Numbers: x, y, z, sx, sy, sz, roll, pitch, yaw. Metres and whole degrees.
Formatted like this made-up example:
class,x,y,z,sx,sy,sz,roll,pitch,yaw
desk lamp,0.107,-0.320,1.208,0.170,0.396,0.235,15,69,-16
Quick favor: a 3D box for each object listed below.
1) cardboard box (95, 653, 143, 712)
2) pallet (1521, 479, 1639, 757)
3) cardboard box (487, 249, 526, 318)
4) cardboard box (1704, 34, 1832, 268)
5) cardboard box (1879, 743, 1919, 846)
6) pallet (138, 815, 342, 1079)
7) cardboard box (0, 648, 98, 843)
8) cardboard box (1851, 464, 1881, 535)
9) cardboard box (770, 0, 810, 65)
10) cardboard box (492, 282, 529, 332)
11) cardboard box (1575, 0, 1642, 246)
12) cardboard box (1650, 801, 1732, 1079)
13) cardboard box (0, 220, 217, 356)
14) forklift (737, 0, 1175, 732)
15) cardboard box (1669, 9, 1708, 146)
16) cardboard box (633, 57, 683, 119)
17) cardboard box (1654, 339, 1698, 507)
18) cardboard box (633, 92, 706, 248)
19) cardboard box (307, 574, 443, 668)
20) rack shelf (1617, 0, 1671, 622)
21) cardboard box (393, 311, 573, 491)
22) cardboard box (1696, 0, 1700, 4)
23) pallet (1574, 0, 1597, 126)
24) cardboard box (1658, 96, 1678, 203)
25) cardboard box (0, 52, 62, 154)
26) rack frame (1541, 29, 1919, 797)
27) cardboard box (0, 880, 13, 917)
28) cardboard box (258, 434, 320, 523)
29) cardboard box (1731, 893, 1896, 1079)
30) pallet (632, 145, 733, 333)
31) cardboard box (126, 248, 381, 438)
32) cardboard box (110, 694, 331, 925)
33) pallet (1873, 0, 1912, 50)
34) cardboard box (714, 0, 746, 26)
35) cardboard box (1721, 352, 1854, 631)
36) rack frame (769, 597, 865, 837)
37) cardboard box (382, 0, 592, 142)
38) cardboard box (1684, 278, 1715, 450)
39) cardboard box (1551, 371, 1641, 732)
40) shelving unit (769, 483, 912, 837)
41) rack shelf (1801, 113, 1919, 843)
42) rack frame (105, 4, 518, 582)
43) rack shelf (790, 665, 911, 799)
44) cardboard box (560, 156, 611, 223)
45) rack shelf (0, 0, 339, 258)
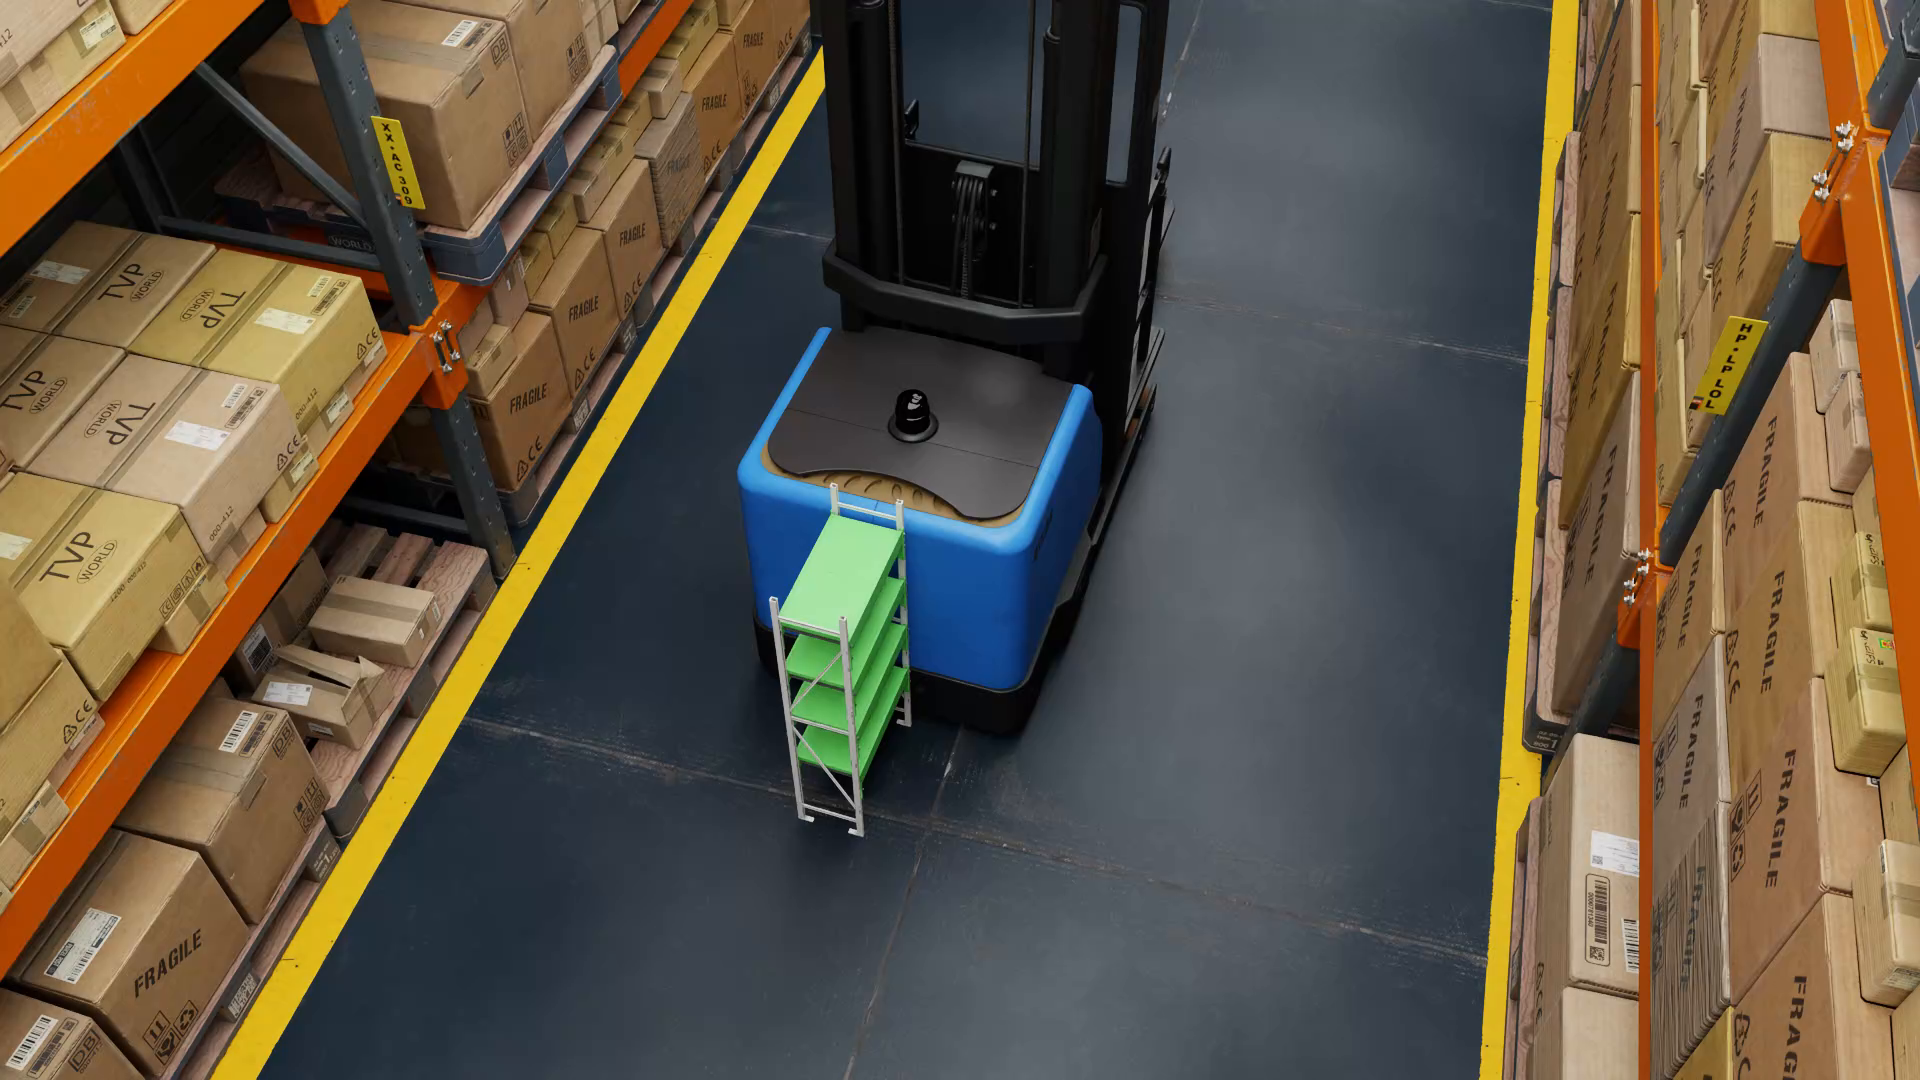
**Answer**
class,x,y,z,sx,sy,sz,roll,pitch,yaw
cardboard box,-2.498,0.316,4.557,0.380,0.149,0.250,12,50,11
pallet,2.666,0.354,6.215,1.003,0.211,1.213,12,50,10
cardboard box,-1.881,-1.002,6.308,0.380,0.149,0.250,9,49,8
cardboard box,2.540,-1.108,4.912,0.500,0.500,0.500,12,50,11
cardboard box,1.914,0.537,3.028,0.380,0.149,0.250,11,50,10
pallet,-2.755,1.332,5.352,1.003,0.211,1.213,12,50,10
cardboard box,-2.551,0.491,4.136,0.500,0.250,0.500,10,49,9
cardboard box,2.123,-0.015,3.515,0.380,0.149,0.250,11,49,10
cardboard box,-1.105,-2.829,8.552,0.500,0.500,0.500,13,50,11
cardboard box,-1.905,-0.921,6.436,0.380,0.149,0.250,10,49,9
cardboard box,3.326,-1.841,7.430,0.875,0.875,0.875,11,50,10
cardboard box,1.886,0.981,3.736,0.500,0.500,0.500,12,50,10
cardboard box,-2.645,-0.716,5.202,0.500,0.250,0.500,11,50,10
forklift,0.198,-1.413,5.961,1.130,2.935,3.031,14,50,12
cardboard box,2.790,-1.591,5.839,0.500,0.250,0.500,12,50,11
cardboard box,-1.463,-2.031,7.415,0.380,0.149,0.250,9,49,8
cardboard box,2.410,-0.320,5.051,0.500,0.250,0.500,10,49,9
cardboard box,-1.501,-1.711,7.565,0.500,0.500,0.500,10,49,9
cardboard box,-2.118,0.293,6.031,0.380,0.149,0.250,10,49,9
rack shelf,3.062,-1.204,6.211,1.077,0.370,4.000,12,50,10
cardboard box,-1.910,-0.590,6.576,0.500,0.500,0.500,14,50,12
cardboard box,2.950,-2.212,5.887,0.500,0.500,0.500,13,50,11
pallet,3.795,-2.531,8.762,1.003,0.211,1.213,12,50,10
cardboard box,2.828,-1.424,6.025,0.500,0.250,0.500,12,50,10
cardboard box,-2.279,-1.018,3.733,0.380,0.149,0.250,11,50,10
rack frame,2.535,0.005,4.664,1.000,3.000,0.127,12,50,10
cardboard box,-2.569,0.898,4.043,0.380,0.149,0.250,10,49,9
cardboard box,-2.187,-0.223,5.033,0.380,0.149,0.250,13,50,11
cardboard box,1.757,1.034,3.022,0.500,0.500,0.500,11,50,10
pallet,-1.757,-1.531,7.879,1.003,0.211,1.213,12,50,10
cardboard box,-2.153,-0.605,5.103,0.500,0.250,0.500,13,50,11
cardboard box,-2.519,0.824,5.328,0.700,0.500,0.500,10,49,9
pallet,2.729,-1.598,4.205,0.805,0.209,1.217,10,49,9
cardboard box,-1.241,-2.600,7.917,0.380,0.149,0.250,10,49,9
cardboard box,2.176,-0.063,3.990,0.500,0.500,0.500,12,50,10
rack frame,-0.448,0.599,5.340,0.240,1.200,0.015,14,50,12
cardboard box,-1.775,-1.825,5.932,0.700,0.500,0.500,12,50,10
cardboard box,2.417,-0.478,4.857,0.500,0.250,0.500,12,50,10
cardboard box,2.621,0.104,5.713,0.875,0.875,0.875,13,50,11
shelving unit,-0.370,0.425,5.493,0.258,1.200,0.503,14,50,12
rack shelf,2.009,0.697,2.533,1.077,0.370,4.000,12,50,10
rack frame,-2.254,-0.972,5.526,1.000,3.000,0.127,12,50,10
rack shelf,-0.370,0.626,5.721,0.258,0.148,0.480,14,50,12
cardboard box,-1.687,-1.484,6.932,0.380,0.149,0.250,11,50,10
rack shelf,-2.781,-0.280,3.395,1.077,0.370,4.000,12,50,10
